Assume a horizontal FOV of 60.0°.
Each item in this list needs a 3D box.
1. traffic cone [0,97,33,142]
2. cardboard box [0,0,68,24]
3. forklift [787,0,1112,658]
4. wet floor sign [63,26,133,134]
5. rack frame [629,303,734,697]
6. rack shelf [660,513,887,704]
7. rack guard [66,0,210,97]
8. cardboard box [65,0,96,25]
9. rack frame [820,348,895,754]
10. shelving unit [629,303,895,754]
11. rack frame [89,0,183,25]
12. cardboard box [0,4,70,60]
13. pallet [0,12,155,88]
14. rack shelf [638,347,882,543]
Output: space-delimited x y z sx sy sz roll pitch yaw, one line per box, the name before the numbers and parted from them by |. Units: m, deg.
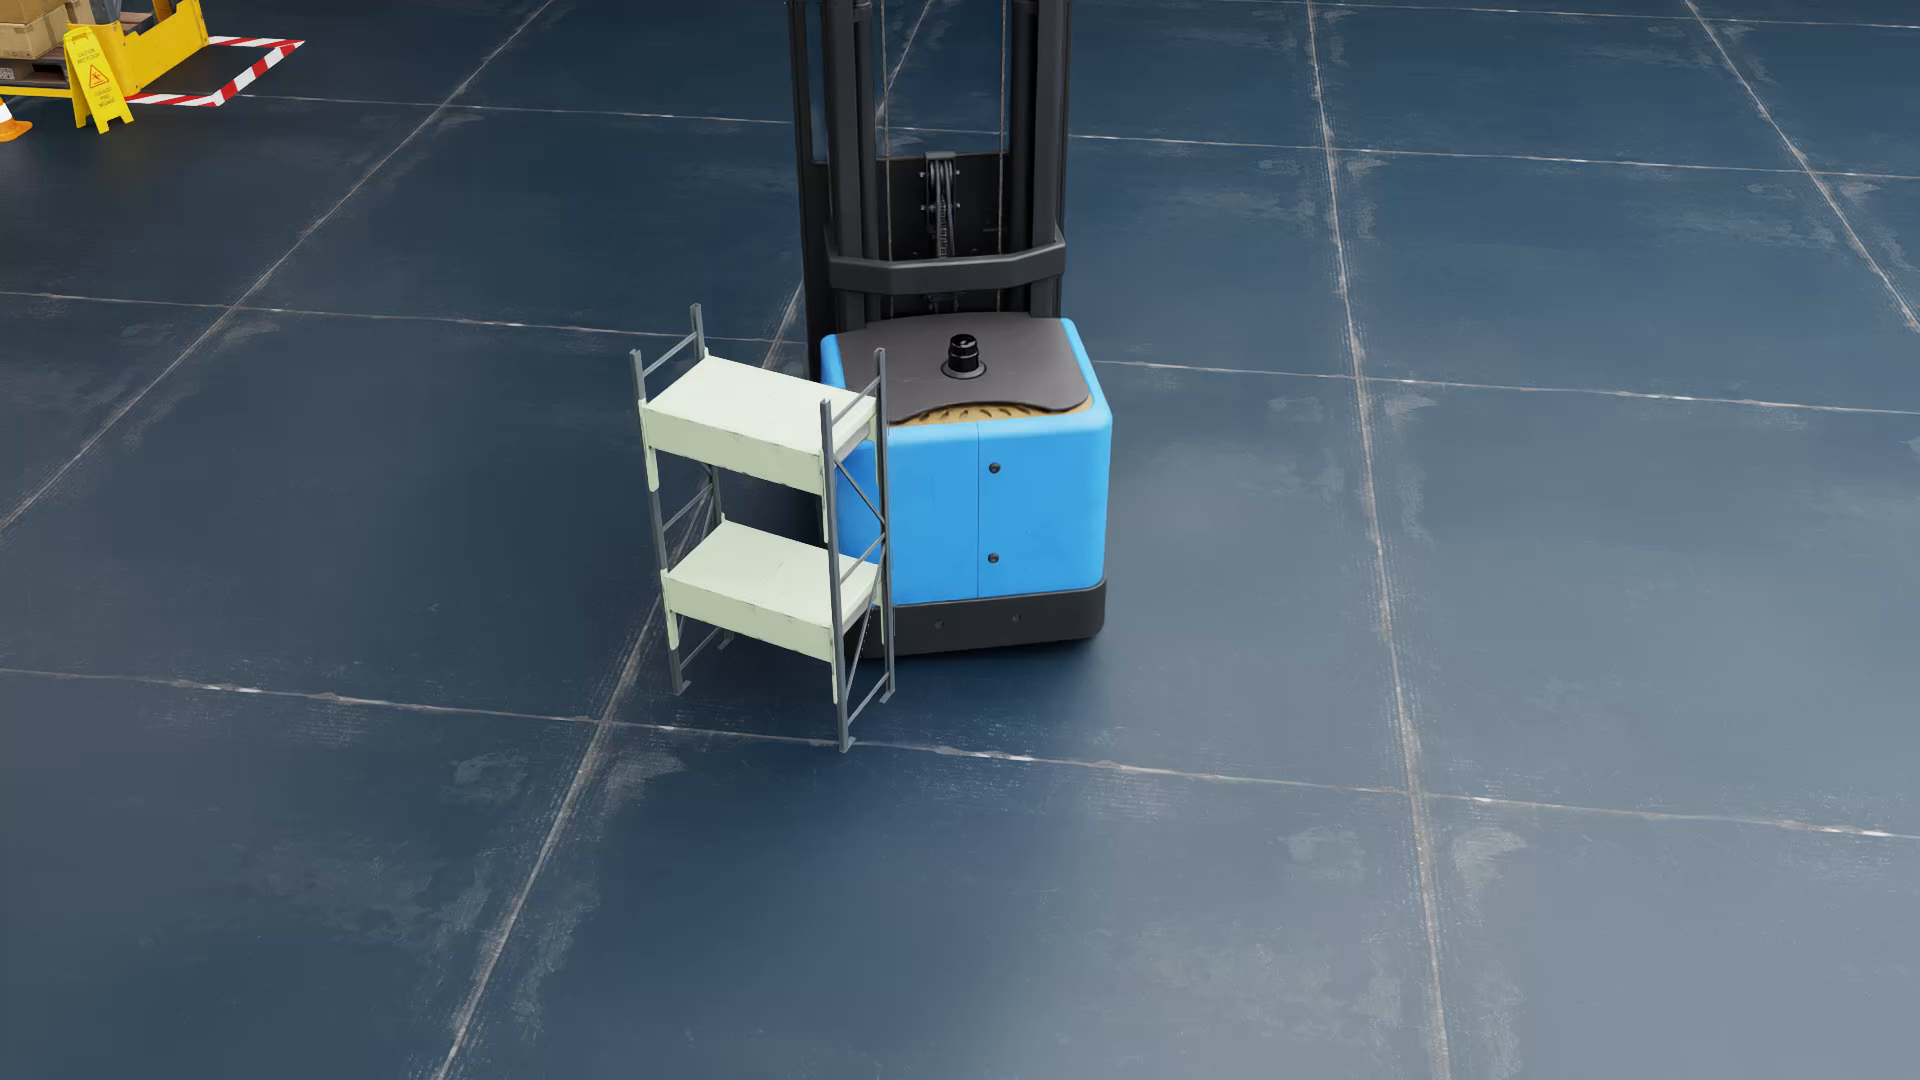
traffic cone | -6.378 -2.897 10.911 0.334 0.463 0.336 4 36 6
cardboard box | -6.615 -3.907 11.503 0.500 0.500 0.500 4 36 6
forklift | -0.149 -1.579 6.940 1.130 2.935 3.031 -5 36 -7
wet floor sign | -5.735 -3.053 10.972 0.232 0.644 0.267 17 39 22
rack frame | -1.007 -0.114 6.119 0.023 1.500 0.400 16 38 21
rack shelf | -0.678 0.245 6.177 0.720 0.370 0.431 16 38 21
rack guard | -5.863 -3.630 11.905 0.348 0.500 1.175 4 36 6
cardboard box | -6.552 -3.912 12.155 0.500 0.250 0.500 4 36 6
rack frame | -0.349 0.073 5.857 0.023 1.500 0.400 16 38 21
shelving unit | -0.678 -0.020 5.988 0.755 1.500 0.431 16 38 21
rack frame | -5.787 -4.641 11.171 0.127 3.000 1.000 4 36 6
cardboard box | -6.647 -3.600 11.717 0.500 0.250 0.500 4 36 6
pallet | -6.664 -3.593 12.102 1.213 0.211 1.003 4 36 6
rack shelf | -0.678 -0.338 5.761 0.720 0.370 0.431 16 38 21
